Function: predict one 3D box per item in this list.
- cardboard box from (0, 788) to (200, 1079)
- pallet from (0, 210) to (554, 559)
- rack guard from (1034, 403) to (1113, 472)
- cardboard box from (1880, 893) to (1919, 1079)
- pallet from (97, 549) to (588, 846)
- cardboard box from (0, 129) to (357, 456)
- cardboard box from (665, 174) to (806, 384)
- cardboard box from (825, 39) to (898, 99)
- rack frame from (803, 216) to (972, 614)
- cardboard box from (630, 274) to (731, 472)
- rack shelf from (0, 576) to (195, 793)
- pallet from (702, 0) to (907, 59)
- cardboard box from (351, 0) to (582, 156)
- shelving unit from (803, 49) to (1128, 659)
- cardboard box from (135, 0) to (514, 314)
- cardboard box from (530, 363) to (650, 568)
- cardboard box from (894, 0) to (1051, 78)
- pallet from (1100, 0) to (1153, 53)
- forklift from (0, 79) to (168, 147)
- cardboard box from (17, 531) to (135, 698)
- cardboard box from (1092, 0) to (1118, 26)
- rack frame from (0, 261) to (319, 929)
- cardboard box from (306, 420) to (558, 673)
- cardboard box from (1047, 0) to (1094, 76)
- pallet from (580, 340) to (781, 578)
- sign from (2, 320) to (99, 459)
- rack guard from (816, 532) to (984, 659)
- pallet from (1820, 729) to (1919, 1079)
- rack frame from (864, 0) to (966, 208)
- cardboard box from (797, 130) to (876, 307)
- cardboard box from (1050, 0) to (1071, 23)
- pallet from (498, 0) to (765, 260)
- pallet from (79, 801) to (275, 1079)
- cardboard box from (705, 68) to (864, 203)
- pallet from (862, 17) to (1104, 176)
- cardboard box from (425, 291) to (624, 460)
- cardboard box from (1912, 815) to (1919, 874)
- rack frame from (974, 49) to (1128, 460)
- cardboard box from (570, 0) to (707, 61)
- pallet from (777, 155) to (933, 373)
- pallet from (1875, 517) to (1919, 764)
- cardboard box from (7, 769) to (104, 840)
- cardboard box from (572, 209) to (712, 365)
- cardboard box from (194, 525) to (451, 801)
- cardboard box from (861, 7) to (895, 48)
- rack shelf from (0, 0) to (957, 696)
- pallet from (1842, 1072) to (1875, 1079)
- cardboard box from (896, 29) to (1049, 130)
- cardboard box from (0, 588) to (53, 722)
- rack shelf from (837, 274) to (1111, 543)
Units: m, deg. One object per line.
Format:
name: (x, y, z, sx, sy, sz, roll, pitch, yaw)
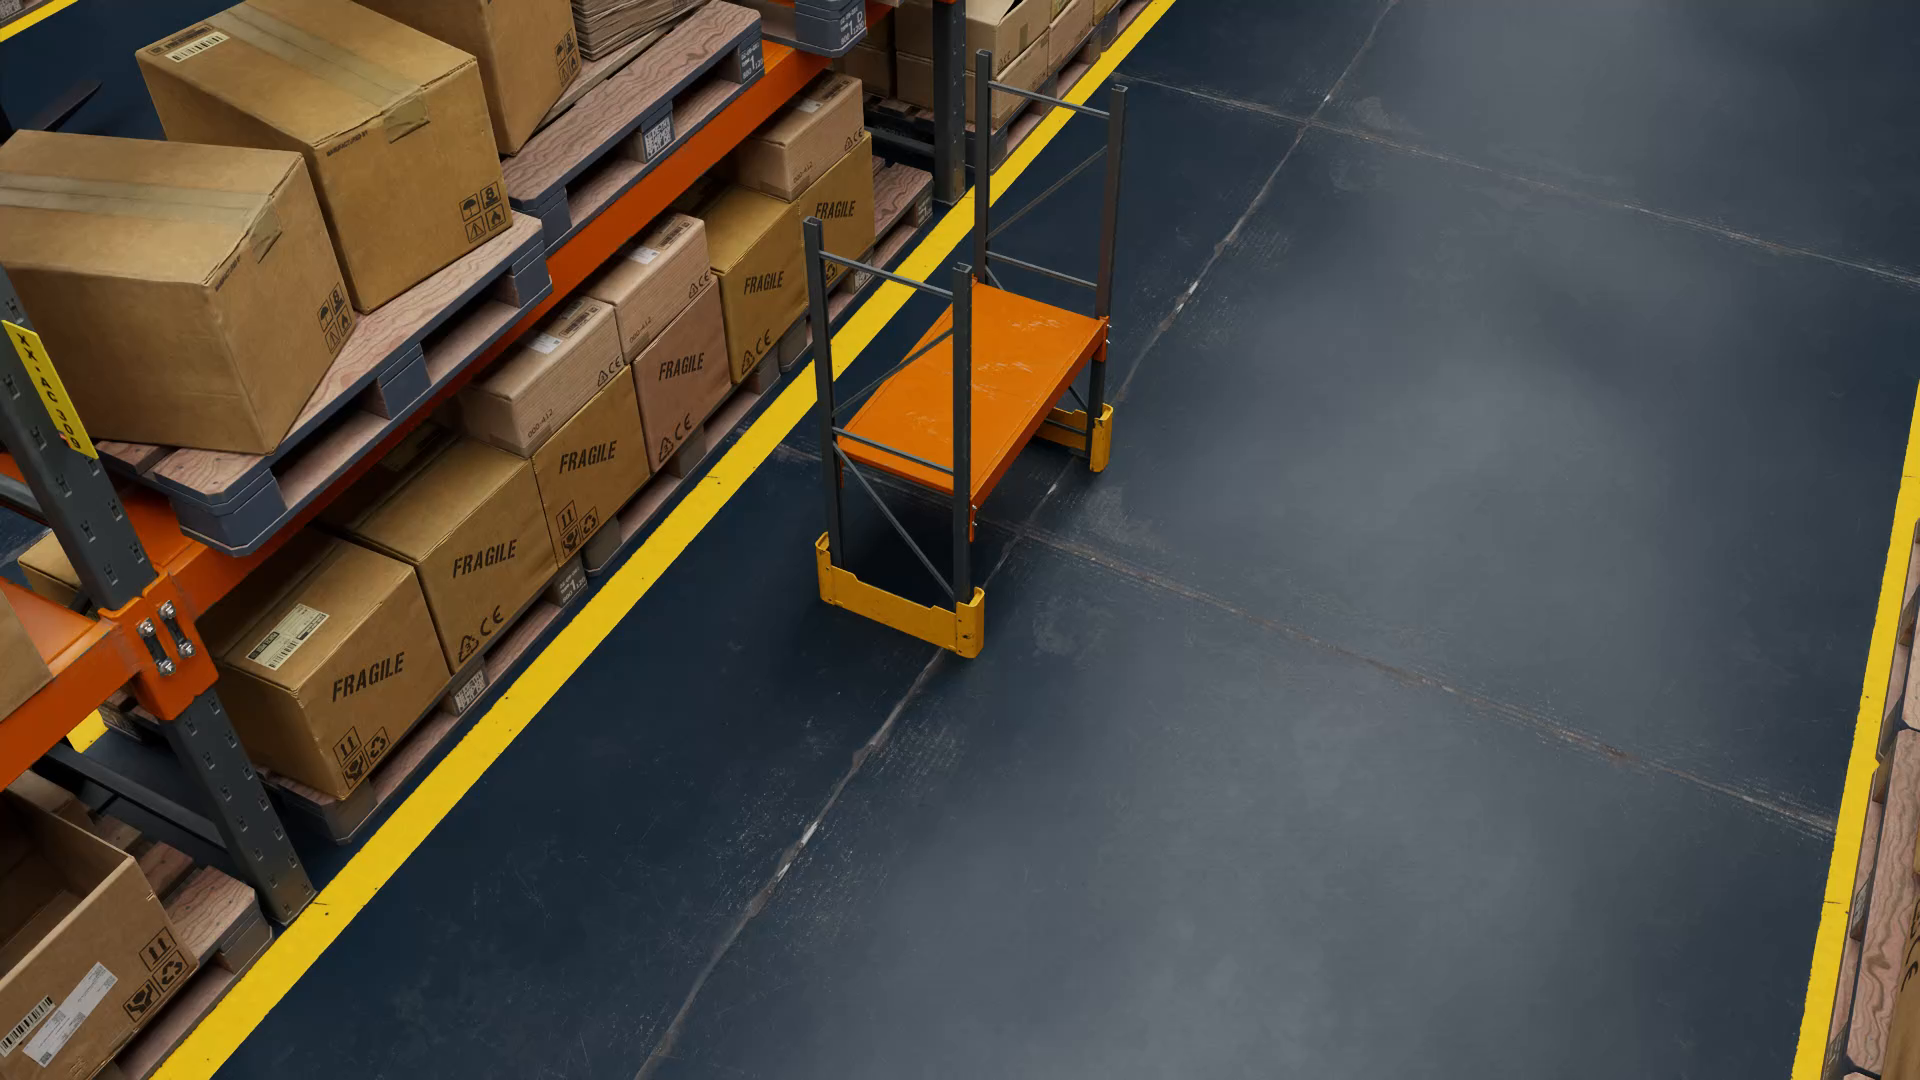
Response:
cardboard box: (-2.316, 1.009, 4.091, 0.500, 0.500, 0.500, 20, 49, 19)
pallet: (-1.835, -0.567, 4.336, 1.003, 0.211, 1.213, 20, 49, 19)
rack guard: (0.267, -0.450, 6.019, 0.587, 0.250, 0.087, 20, 49, 19)
cardboard box: (2.683, 1.061, 3.809, 0.750, 0.750, 0.750, 22, 49, 20)
pallet: (-1.959, 0.288, 5.317, 1.003, 0.211, 1.213, 20, 49, 19)
cardboard box: (-1.885, -0.574, 3.843, 0.700, 0.500, 0.500, 6, 46, 6)
cardboard box: (-0.913, -0.970, 6.048, 0.500, 0.500, 0.500, 19, 48, 18)
cardboard box: (-0.418, -2.280, 7.532, 0.500, 0.250, 0.500, 22, 49, 20)
rack frame: (-0.196, -0.261, 4.953, 0.500, 1.500, 0.032, 20, 49, 19)
cardboard box: (-1.151, -0.638, 5.719, 0.500, 0.500, 0.500, 19, 48, 18)
rack shelf: (-3.231, 1.346, 2.817, 1.077, 0.370, 4.000, 20, 49, 19)
pallet: (-0.699, -2.169, 5.920, 1.213, 0.211, 1.003, 20, 49, 19)
cardboard box: (-1.538, -1.483, 4.741, 0.700, 0.500, 0.500, 9, 46, 9)
shelving unit: (0.035, -0.575, 5.264, 0.587, 1.500, 1.083, 20, 49, 19)
cardboard box: (-1.622, -1.029, 4.292, 0.700, 0.500, 0.500, 28, 52, 25)
cardboard box: (-1.386, -0.319, 5.405, 0.500, 0.500, 0.500, 21, 49, 20)
cardboard box: (0.057, -2.298, 7.156, 0.500, 0.311, 0.500, 22, 49, 20)
pallet: (0.538, -2.978, 8.545, 1.003, 0.211, 1.213, 20, 49, 19)
forklift: (-4.027, -1.849, 5.516, 1.130, 2.935, 3.031, 12, 47, 12)
cardboard box: (-2.328, 0.151, 4.940, 0.500, 0.500, 0.500, 20, 49, 19)
cardboard box: (0.526, -2.748, 7.994, 0.500, 0.250, 0.500, 19, 48, 18)
rack frame: (-2.303, -0.167, 3.806, 1.000, 3.000, 0.127, 20, 49, 19)
cardboard box: (-1.625, -0.007, 5.096, 0.500, 0.500, 0.500, 21, 49, 20)
cardboard box: (0.290, -2.418, 7.669, 0.500, 0.250, 0.500, 19, 48, 18)
pallet: (-1.394, -0.483, 6.079, 1.003, 0.211, 1.213, 20, 49, 19)
sign: (-1.819, -0.297, 3.326, 0.100, 0.325, 0.005, 20, 49, 19)
rack guard: (-0.196, 0.178, 5.398, 0.587, 0.250, 0.087, 20, 49, 19)
pallet: (2.943, 1.164, 4.451, 1.003, 0.211, 1.213, 20, 49, 19)
rack frame: (-0.446, -2.687, 6.297, 1.000, 3.000, 0.127, 20, 49, 19)
cardboard box: (-0.672, -1.296, 6.370, 0.500, 0.500, 0.500, 22, 49, 21)
cardboard box: (0.293, -2.632, 7.486, 0.500, 0.311, 0.500, 19, 48, 18)
pallet: (-1.345, -1.393, 5.153, 1.003, 0.211, 1.213, 20, 49, 19)
pallet: (-2.623, 1.245, 4.371, 1.003, 0.211, 1.213, 20, 49, 19)
cardboard box: (-0.695, -1.523, 6.067, 0.500, 0.250, 0.500, 22, 49, 21)
pallet: (-0.029, -2.213, 7.788, 1.003, 0.211, 1.213, 20, 49, 19)
cardboard box: (-1.398, -0.561, 5.116, 0.500, 0.250, 0.500, 21, 49, 19)
cardboard box: (3.073, 0.524, 4.339, 0.750, 0.750, 0.750, 20, 49, 19)
rack frame: (0.276, -0.901, 5.586, 0.500, 1.500, 0.032, 20, 49, 19)
cardboard box: (-1.232, -1.923, 5.176, 0.700, 0.500, 0.500, 30, 52, 26)
pallet: (-0.826, -1.249, 6.836, 1.003, 0.211, 1.213, 20, 49, 19)
pallet: (3.510, 0.398, 5.208, 1.003, 0.211, 1.213, 20, 49, 19)
cardboard box: (-2.689, 0.816, 4.415, 0.500, 0.311, 0.500, 20, 49, 19)
cardboard box: (-1.166, -0.877, 5.429, 0.500, 0.250, 0.500, 20, 49, 18)
cardboard box: (-1.863, 0.333, 4.760, 0.500, 0.500, 0.500, 18, 48, 17)
cardboard box: (-0.421, -2.477, 7.332, 0.500, 0.311, 0.500, 22, 49, 20)
rack shelf: (-1.375, -1.174, 5.307, 1.077, 0.370, 4.000, 20, 49, 19)
pallet: (2.378, 1.935, 3.689, 1.003, 0.211, 1.213, 20, 49, 19)
cardboard box: (0.057, -2.101, 7.356, 0.500, 0.250, 0.500, 20, 49, 19)
cardboard box: (-2.308, 0.197, 3.376, 0.500, 0.500, 0.500, 21, 49, 20)
rack shelf: (0.040, -0.455, 5.398, 0.538, 0.185, 1.000, 20, 49, 19)
